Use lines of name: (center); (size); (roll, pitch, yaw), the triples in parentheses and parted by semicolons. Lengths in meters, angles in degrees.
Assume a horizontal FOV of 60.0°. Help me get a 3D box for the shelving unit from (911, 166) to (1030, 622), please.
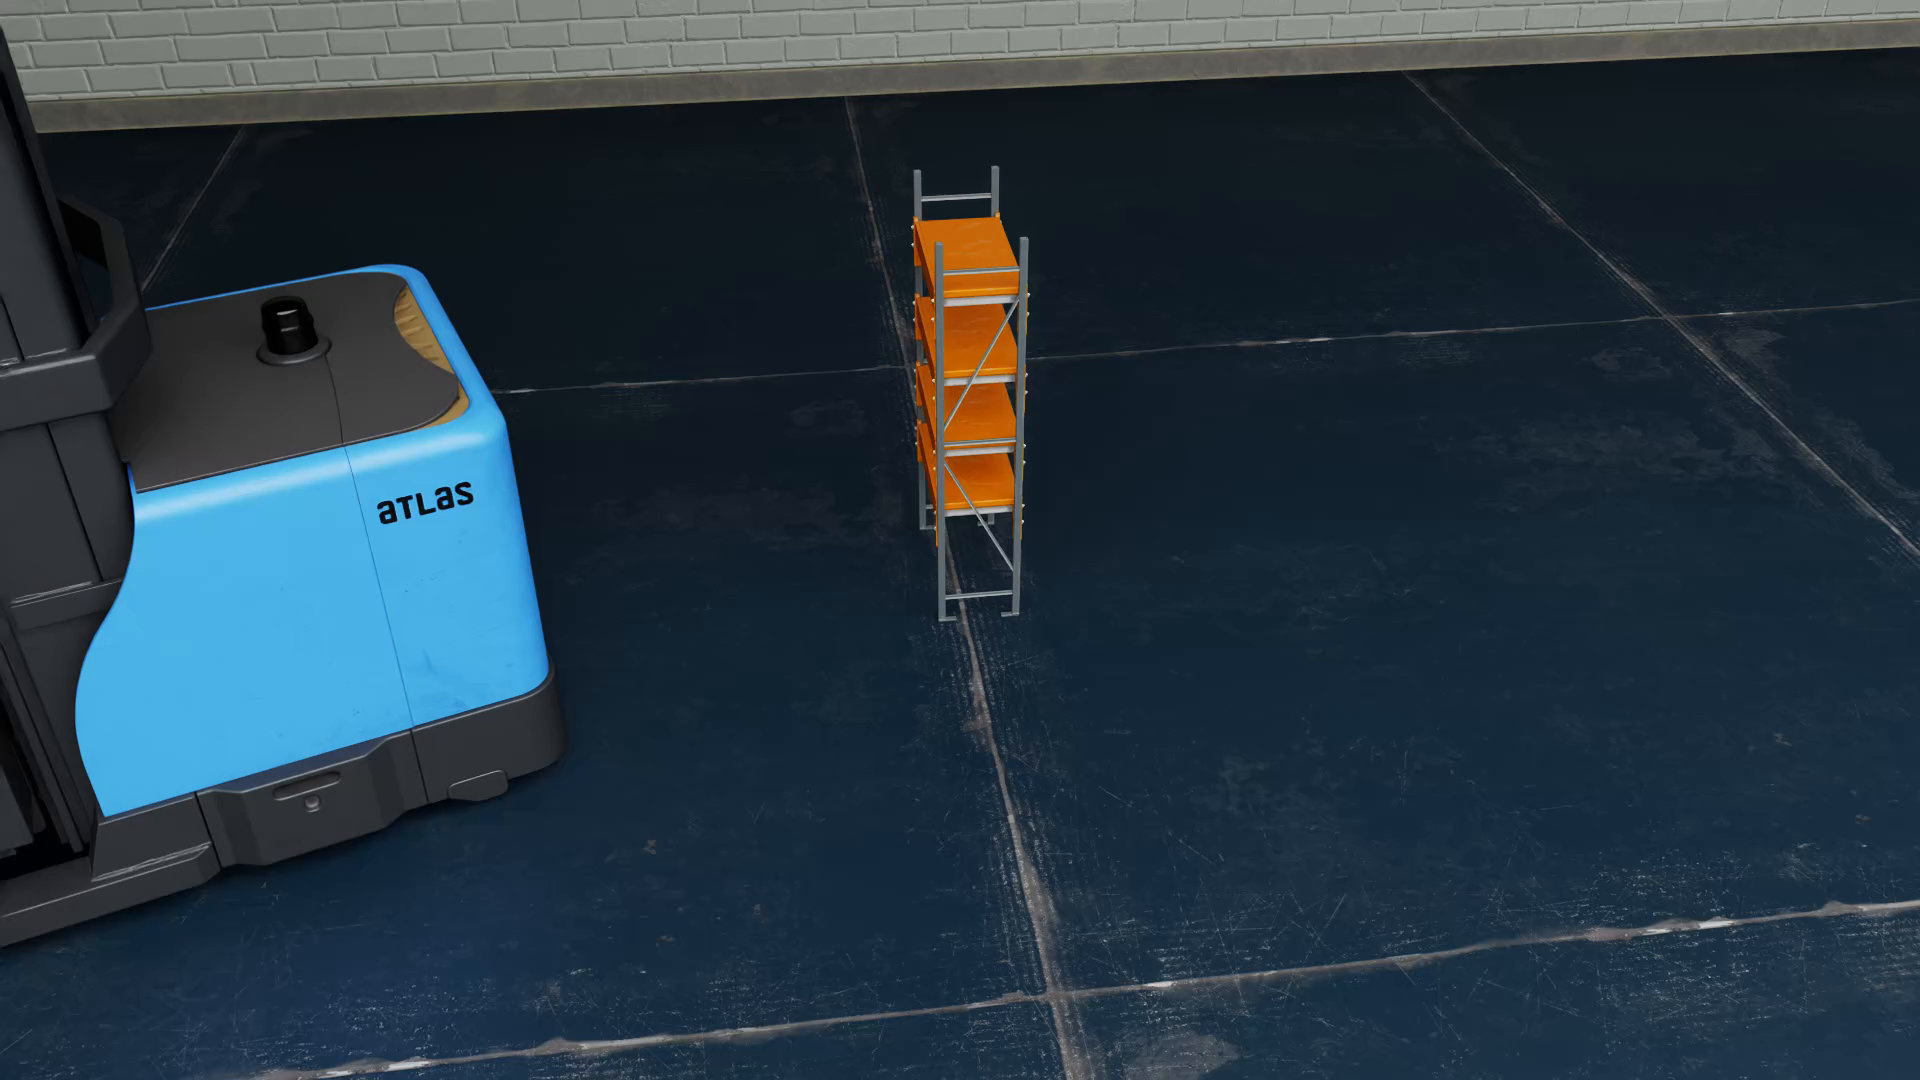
shelving unit: (0.022, -0.403, 4.777); (0.258, 1.200, 0.503); (-4, 35, -6)

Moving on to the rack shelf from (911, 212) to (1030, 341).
rack shelf: (0.022, -0.728, 4.555); (0.258, 0.148, 0.480); (-4, 35, -6)

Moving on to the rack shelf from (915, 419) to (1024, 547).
rack shelf: (0.022, -0.184, 4.926); (0.258, 0.148, 0.480); (-4, 35, -6)

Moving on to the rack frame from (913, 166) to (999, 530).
rack frame: (-0.011, -0.540, 4.976); (0.240, 1.200, 0.015); (-4, 35, -6)

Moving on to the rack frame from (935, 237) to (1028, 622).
rack frame: (0.055, -0.267, 4.577); (0.240, 1.200, 0.015); (-4, 35, -6)

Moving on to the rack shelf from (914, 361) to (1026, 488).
rack shelf: (0.022, -0.348, 4.814); (0.258, 0.148, 0.480); (-4, 35, -6)

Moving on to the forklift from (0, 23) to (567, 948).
forklift: (-2.577, -0.465, 3.330); (3.031, 2.935, 1.130); (-16, 37, -22)

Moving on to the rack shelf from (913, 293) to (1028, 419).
rack shelf: (0.022, -0.533, 4.688); (0.258, 0.148, 0.480); (-4, 35, -6)
